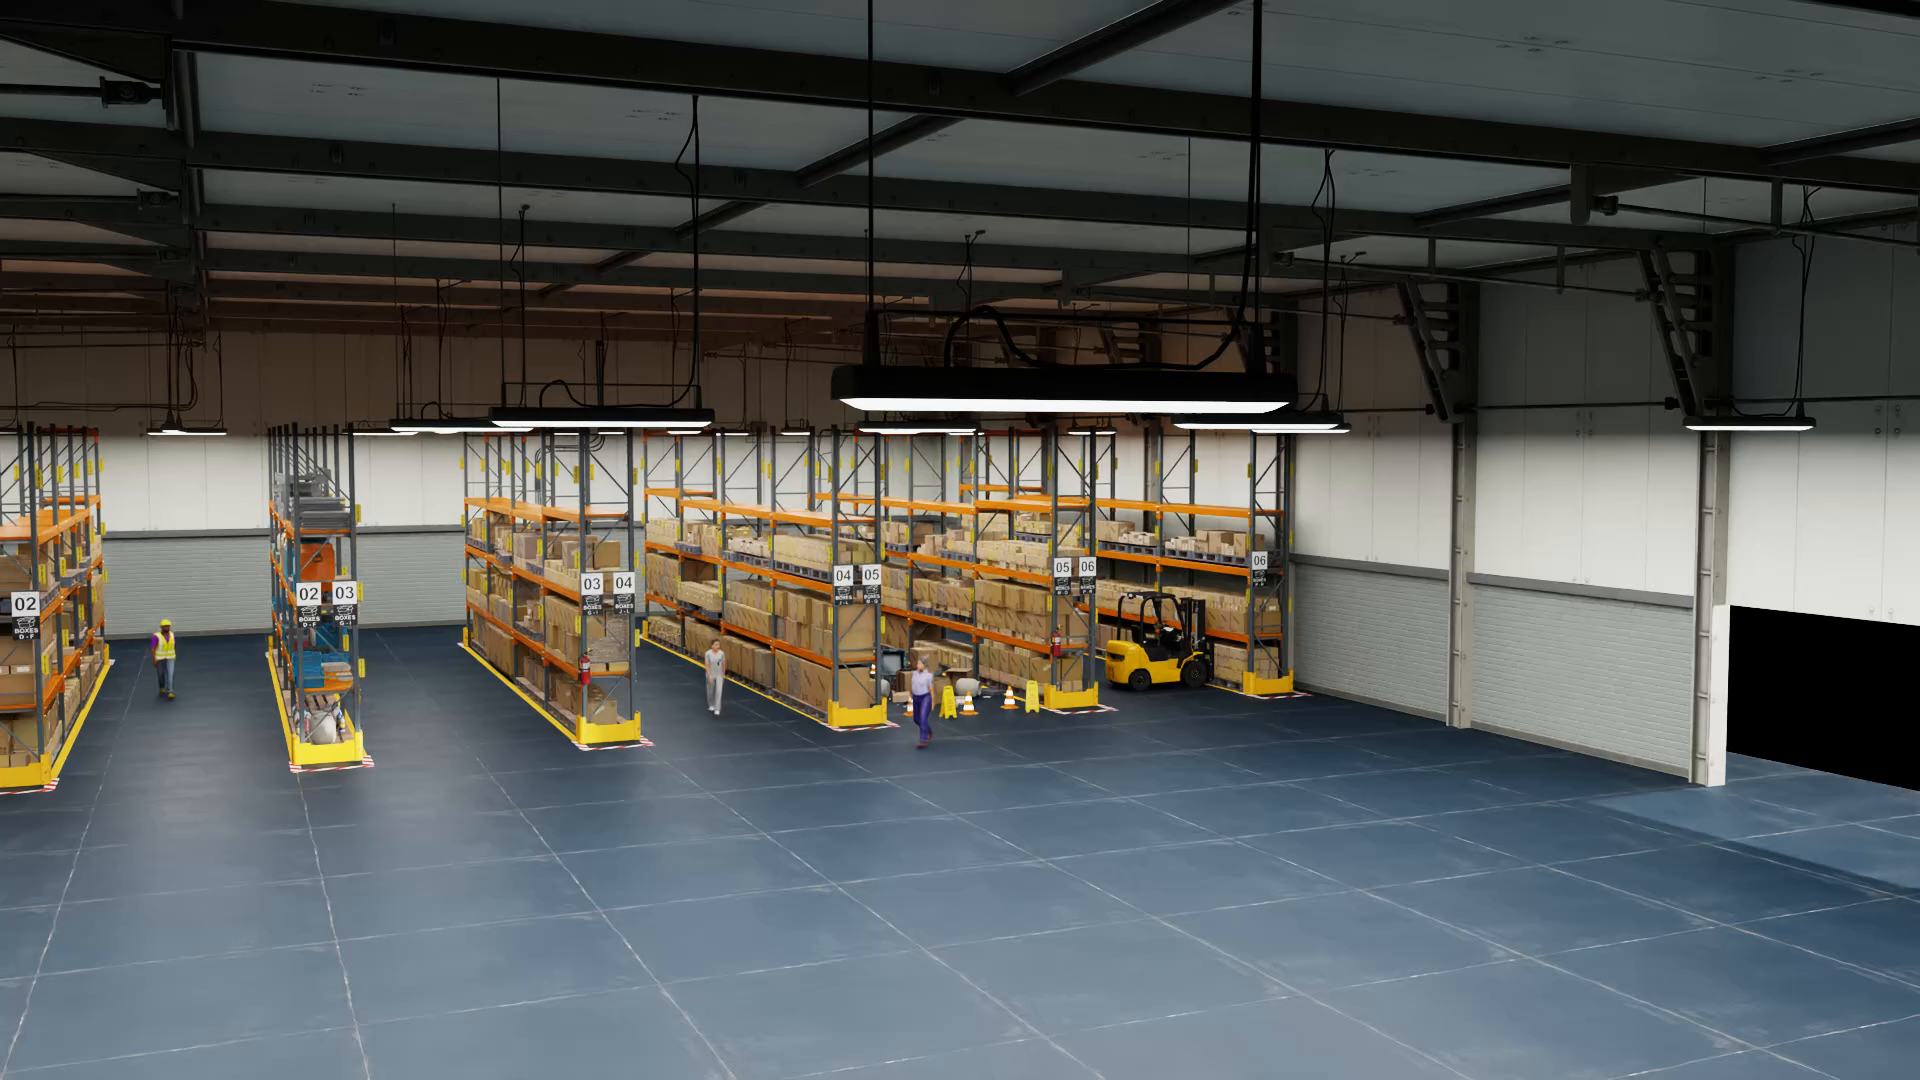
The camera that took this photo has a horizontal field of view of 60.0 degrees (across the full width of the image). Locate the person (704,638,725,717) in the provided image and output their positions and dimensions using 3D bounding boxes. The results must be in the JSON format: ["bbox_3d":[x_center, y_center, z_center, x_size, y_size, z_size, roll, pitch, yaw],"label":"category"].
[{"bbox_3d":[-5.061,2.814,34.370,0.435,1.586,1.123,-1,4,-10],"label":"person"}]

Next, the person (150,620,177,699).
[{"bbox_3d":[-17.564,2.620,36.674,0.532,1.714,1.093,-2,4,-28],"label":"person"}]

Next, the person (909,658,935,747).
[{"bbox_3d":[-0.677,3.009,31.081,0.471,1.618,0.756,3,5,40],"label":"person"}]

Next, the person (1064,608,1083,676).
[{"bbox_3d":[2.760,2.485,39.964,0.507,1.712,0.606,-2,4,-29],"label":"person"}]
